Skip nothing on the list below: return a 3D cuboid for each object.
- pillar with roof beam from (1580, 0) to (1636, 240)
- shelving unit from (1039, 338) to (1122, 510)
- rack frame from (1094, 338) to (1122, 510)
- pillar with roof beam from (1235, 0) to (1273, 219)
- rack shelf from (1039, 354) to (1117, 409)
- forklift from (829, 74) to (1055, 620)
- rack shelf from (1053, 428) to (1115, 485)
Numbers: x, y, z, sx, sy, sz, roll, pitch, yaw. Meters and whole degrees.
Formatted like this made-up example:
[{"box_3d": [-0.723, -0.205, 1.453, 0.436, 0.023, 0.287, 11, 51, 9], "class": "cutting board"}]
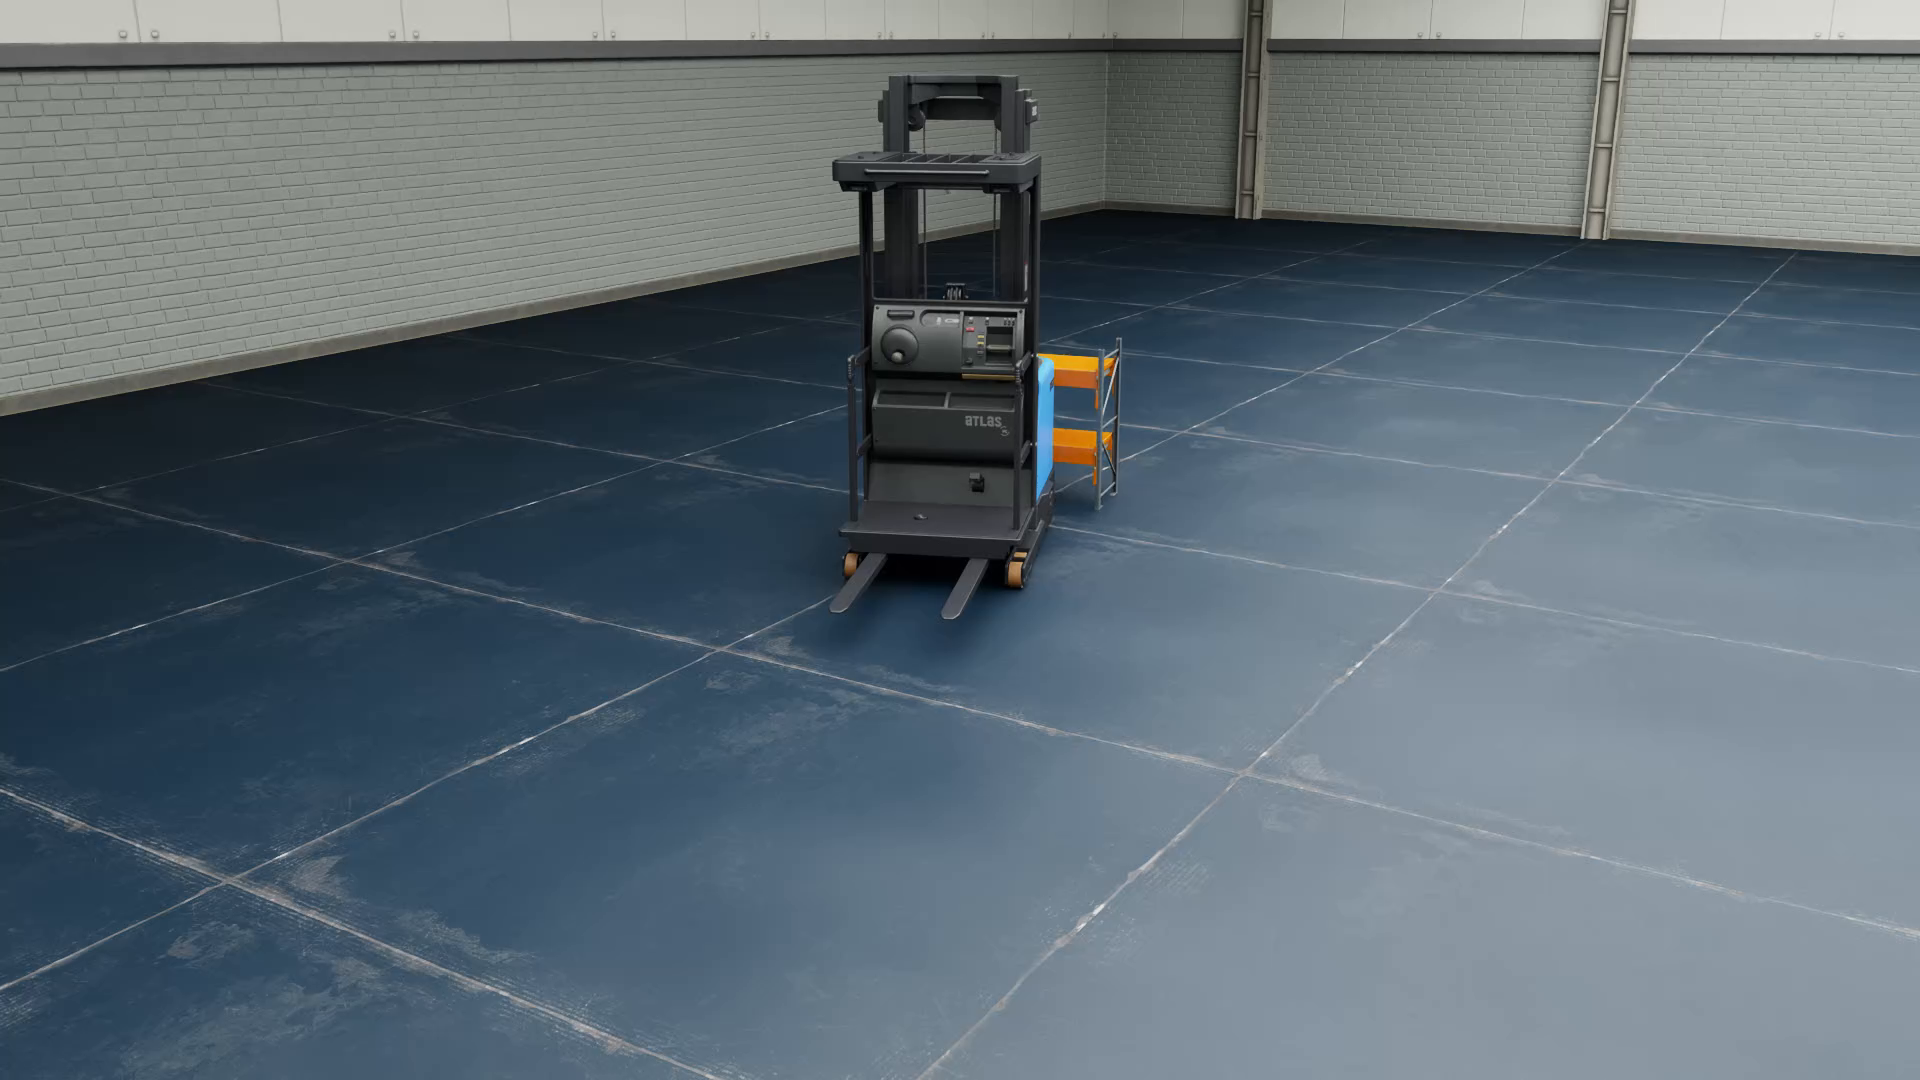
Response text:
[{"box_3d": [8.066, -8.143, 22.207, 0.400, 9.000, 9.100, 10, 20, 30], "class": "pillar with roof beam"}, {"box_3d": [0.560, -0.866, 11.795, 1.048, 1.125, 0.538, 6, 18, 19], "class": "shelving unit"}, {"box_3d": [1.037, -0.815, 11.628, 0.032, 1.125, 0.500, 6, 18, 19], "class": "rack frame"}, {"box_3d": [2.954, -9.056, 25.212, 0.400, 9.000, 9.100, 10, 20, 30], "class": "pillar with roof beam"}, {"box_3d": [0.560, -1.146, 11.710, 1.000, 0.278, 0.538, 6, 18, 19], "class": "rack shelf"}, {"box_3d": [-0.106, -1.224, 9.866, 1.130, 2.935, 3.031, 3, 17, 9], "class": "forklift"}, {"box_3d": [0.560, -0.632, 11.866, 1.000, 0.278, 0.538, 6, 18, 19], "class": "rack shelf"}]
